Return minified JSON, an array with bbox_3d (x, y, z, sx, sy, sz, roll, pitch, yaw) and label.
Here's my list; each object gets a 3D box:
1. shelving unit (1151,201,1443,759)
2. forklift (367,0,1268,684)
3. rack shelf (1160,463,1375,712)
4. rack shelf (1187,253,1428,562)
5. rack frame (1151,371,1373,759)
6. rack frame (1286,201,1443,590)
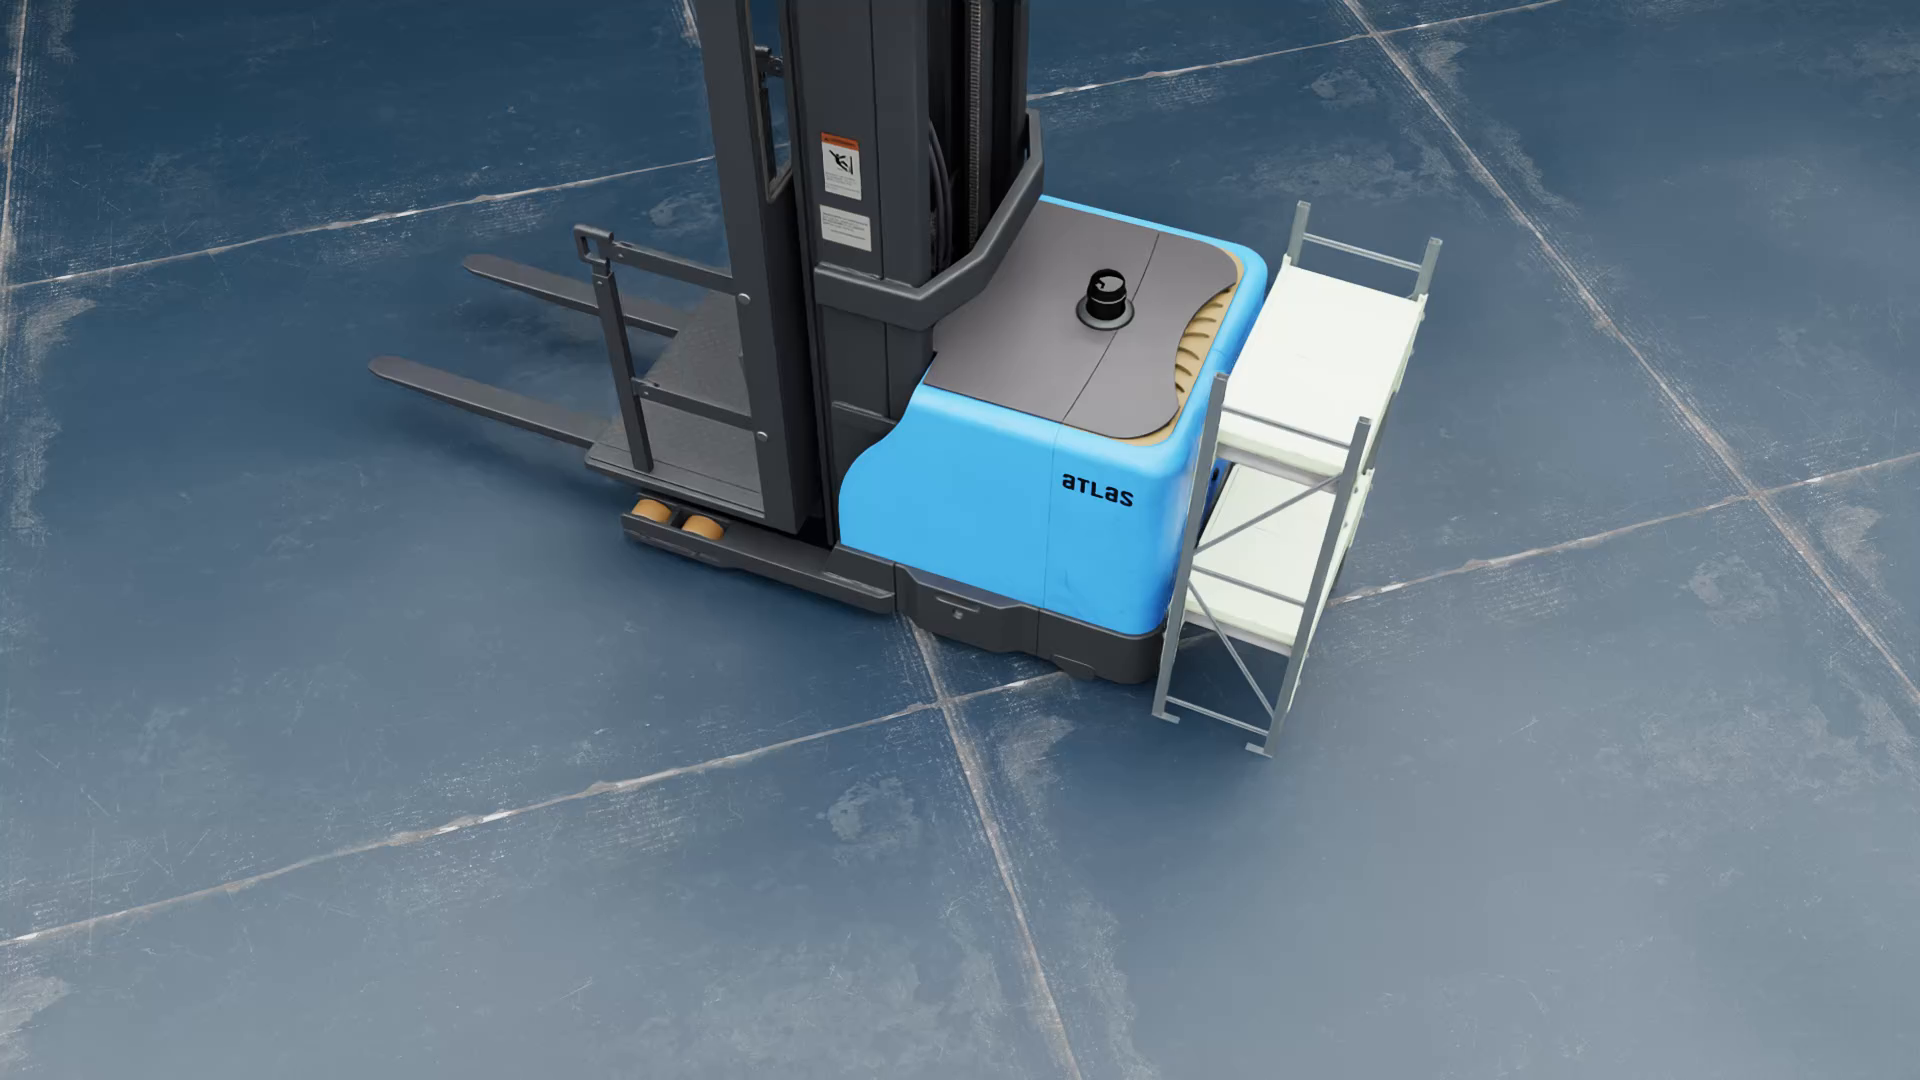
[{"bbox_3d":[0.952,-0.125,4.870,0.431,1.500,0.755,19,52,14],"label":"shelving unit"},{"bbox_3d":[-0.609,-1.224,4.865,3.031,2.935,1.130,17,52,14],"label":"forklift"},{"bbox_3d":[0.947,0.083,5.120,0.431,0.370,0.720,19,52,14],"label":"rack shelf"},{"bbox_3d":[0.957,-0.375,4.570,0.431,0.370,0.720,19,52,14],"label":"rack shelf"},{"bbox_3d":[0.804,0.131,4.654,0.400,1.500,0.023,19,52,14],"label":"rack frame"},{"bbox_3d":[1.099,-0.381,5.086,0.400,1.500,0.023,19,52,14],"label":"rack frame"}]
